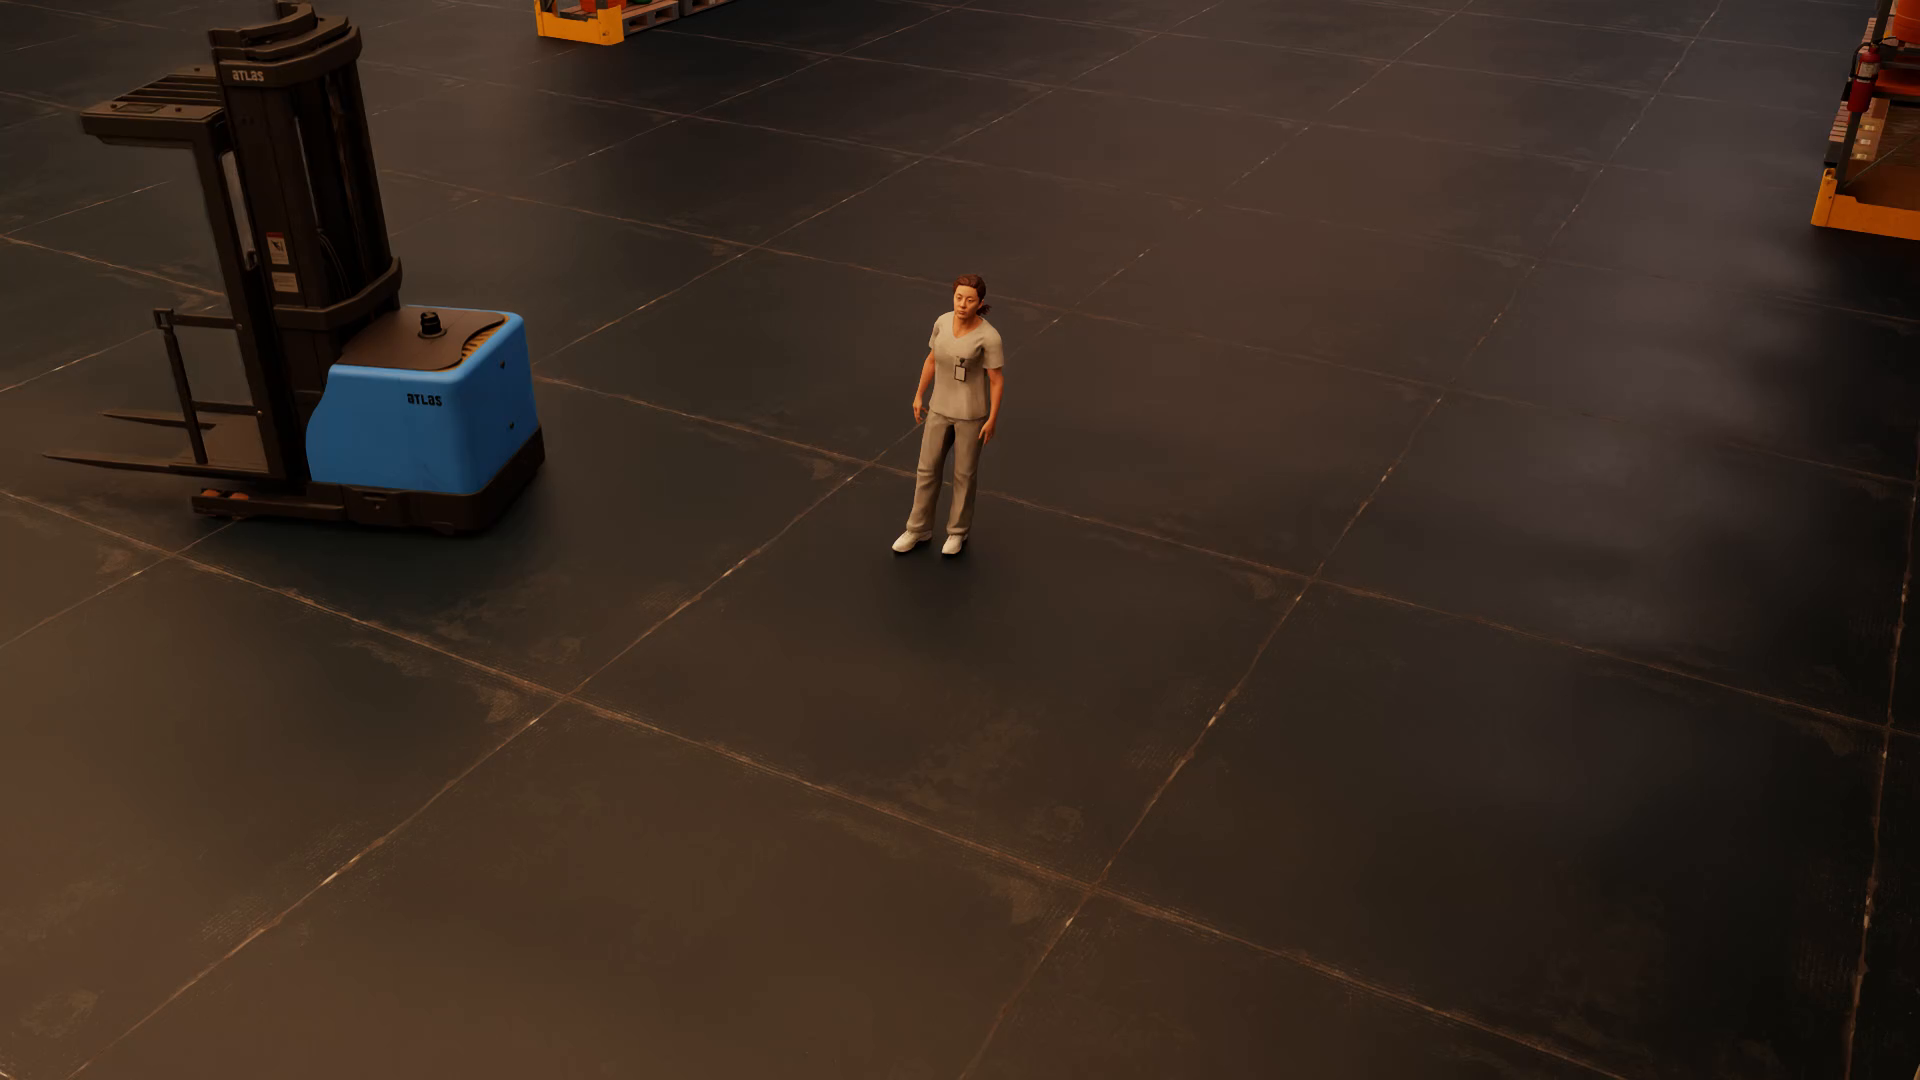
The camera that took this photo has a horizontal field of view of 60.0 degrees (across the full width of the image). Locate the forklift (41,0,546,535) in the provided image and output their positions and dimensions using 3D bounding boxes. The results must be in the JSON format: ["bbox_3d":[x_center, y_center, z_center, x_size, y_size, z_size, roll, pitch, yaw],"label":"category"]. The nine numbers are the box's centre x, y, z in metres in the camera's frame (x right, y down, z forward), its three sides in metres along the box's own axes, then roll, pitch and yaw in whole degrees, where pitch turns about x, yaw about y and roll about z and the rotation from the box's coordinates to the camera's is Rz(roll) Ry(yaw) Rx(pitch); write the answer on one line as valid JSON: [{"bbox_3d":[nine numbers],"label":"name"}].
[{"bbox_3d":[-4.250,-1.645,9.921,3.031,2.935,1.130,5,30,9],"label":"forklift"}]

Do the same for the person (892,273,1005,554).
[{"bbox_3d":[-0.048,-0.703,9.530,0.549,1.673,0.548,15,33,25],"label":"person"}]
